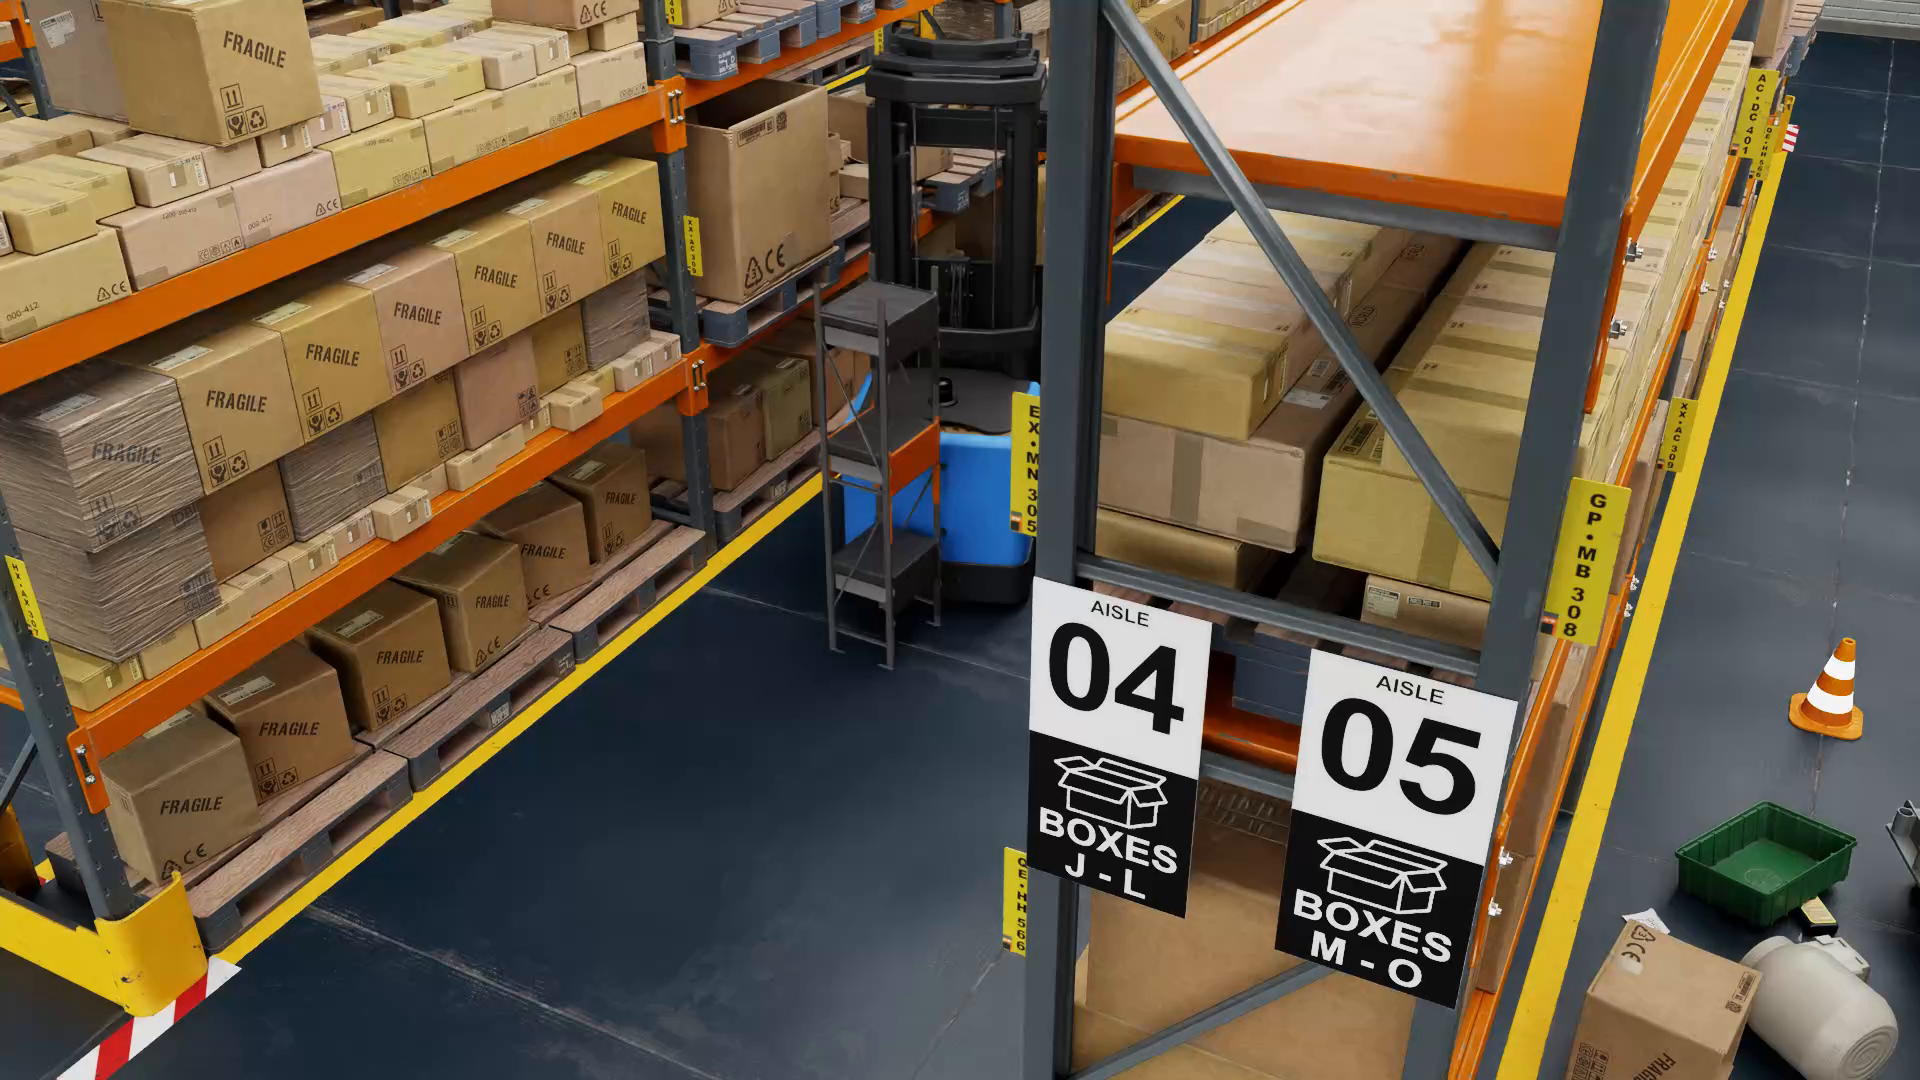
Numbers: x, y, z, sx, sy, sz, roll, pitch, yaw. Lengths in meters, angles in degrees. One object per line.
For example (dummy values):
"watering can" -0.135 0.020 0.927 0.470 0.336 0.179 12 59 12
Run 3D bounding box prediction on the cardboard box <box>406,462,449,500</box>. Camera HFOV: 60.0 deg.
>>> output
"cardboard box" -2.632 -0.290 7.785 0.380 0.149 0.250 14 33 23

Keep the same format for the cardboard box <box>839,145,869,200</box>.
"cardboard box" -0.615 -2.412 10.942 0.396 0.266 0.258 13 32 22

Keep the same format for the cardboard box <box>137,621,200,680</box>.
"cardboard box" -3.267 0.388 6.605 0.380 0.149 0.250 14 33 23

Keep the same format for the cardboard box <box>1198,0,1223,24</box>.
"cardboard box" 2.174 -5.075 15.718 0.500 0.250 0.500 14 33 22

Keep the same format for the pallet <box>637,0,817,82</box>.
"pallet" -1.542 -2.785 9.054 1.213 0.211 1.003 14 33 23

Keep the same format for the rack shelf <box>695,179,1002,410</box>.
"rack shelf" -1.006 -1.890 11.043 1.077 0.370 4.000 14 33 23

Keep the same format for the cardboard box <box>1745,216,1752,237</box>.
"cardboard box" 6.548 -2.727 14.217 0.380 0.149 0.250 13 32 21

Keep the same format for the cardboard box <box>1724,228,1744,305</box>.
"cardboard box" 5.749 -2.178 12.909 0.500 0.500 0.500 13 33 22

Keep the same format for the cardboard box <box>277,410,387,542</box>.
"cardboard box" -3.078 -0.413 7.349 0.875 0.500 0.500 14 33 23

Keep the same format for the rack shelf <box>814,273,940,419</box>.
"rack shelf" -0.404 -0.968 8.239 0.431 0.518 0.480 16 34 26

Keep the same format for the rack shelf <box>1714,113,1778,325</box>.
"rack shelf" 5.185 -2.494 12.093 1.077 0.370 4.000 14 33 23

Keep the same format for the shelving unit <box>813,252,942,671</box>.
"shelving unit" -0.404 -0.373 8.581 0.431 2.100 0.503 16 34 26

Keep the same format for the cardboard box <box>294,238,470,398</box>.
"cardboard box" -2.564 -0.995 7.359 0.500 0.500 0.500 14 33 23

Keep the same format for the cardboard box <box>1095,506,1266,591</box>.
"cardboard box" 0.479 -0.014 3.771 0.380 0.149 0.250 14 33 23

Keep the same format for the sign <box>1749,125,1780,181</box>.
"sign" 4.770 -2.297 9.865 0.100 0.325 0.005 14 33 23

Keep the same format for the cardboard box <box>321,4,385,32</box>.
"cardboard box" -7.060 -5.934 19.430 0.500 0.500 0.500 14 33 23

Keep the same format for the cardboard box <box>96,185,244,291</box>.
"cardboard box" -3.061 -1.163 6.192 0.500 0.250 0.500 14 33 22

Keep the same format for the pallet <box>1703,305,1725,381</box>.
"pallet" 5.188 -1.595 12.605 1.003 0.211 1.213 14 33 23

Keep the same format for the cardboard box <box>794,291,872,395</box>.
"cardboard box" -0.876 -1.392 11.522 0.700 0.500 0.500 17 34 27

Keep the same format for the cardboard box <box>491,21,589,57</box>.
"cardboard box" -2.011 -2.417 7.975 0.380 0.149 0.250 15 33 24

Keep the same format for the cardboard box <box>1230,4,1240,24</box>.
"cardboard box" 2.515 -5.159 16.265 0.380 0.149 0.250 13 32 22

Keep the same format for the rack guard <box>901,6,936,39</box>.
"rack guard" -0.861 -6.689 21.186 1.175 0.500 0.348 14 33 23

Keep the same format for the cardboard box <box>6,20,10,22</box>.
"cardboard box" -9.117 -5.148 16.082 0.500 0.311 0.500 16 34 26

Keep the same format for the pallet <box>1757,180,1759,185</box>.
"pallet" 7.482 -3.870 16.568 1.003 0.211 1.213 14 33 23

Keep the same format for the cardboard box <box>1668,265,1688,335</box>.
"cardboard box" 1.992 -0.764 5.077 0.380 0.149 0.250 14 33 23

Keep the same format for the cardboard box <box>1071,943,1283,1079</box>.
"cardboard box" 0.758 1.388 4.461 0.875 0.550 0.550 14 33 23

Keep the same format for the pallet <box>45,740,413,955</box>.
"pallet" -3.304 1.281 7.598 1.003 0.211 1.213 14 33 23

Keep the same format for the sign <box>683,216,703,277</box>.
"sign" -1.431 -1.571 8.895 0.100 0.325 0.005 14 33 23

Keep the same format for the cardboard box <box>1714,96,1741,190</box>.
"cardboard box" 2.456 -1.459 5.887 0.500 0.250 0.500 14 33 23

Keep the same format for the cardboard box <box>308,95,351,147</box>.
"cardboard box" -2.713 -1.711 6.745 0.380 0.149 0.250 14 33 23

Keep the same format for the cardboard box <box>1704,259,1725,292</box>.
"cardboard box" 3.852 -1.259 9.121 0.500 0.500 0.500 14 33 22

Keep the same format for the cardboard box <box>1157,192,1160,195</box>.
"cardboard box" 1.453 -3.835 15.418 1.225 0.875 0.875 14 33 23

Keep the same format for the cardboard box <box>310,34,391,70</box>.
"cardboard box" -2.815 -2.184 7.570 0.380 0.149 0.250 14 33 22

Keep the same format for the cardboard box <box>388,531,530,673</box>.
"cardboard box" -2.602 0.303 8.589 0.500 0.500 0.500 11 32 19

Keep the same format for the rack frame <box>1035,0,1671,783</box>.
"rack frame" 0.630 -0.974 2.700 1.000 3.000 0.127 14 33 23

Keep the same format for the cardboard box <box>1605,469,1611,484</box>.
"cardboard box" 1.301 -0.093 3.908 0.380 0.149 0.250 14 33 23

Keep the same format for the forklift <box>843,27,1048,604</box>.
"forklift" 0.059 -1.629 9.933 1.130 2.935 3.031 4 30 7

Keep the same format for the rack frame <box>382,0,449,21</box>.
"rack frame" -4.505 -4.213 14.364 1.000 3.000 0.127 14 33 23

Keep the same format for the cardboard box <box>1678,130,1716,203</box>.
"cardboard box" 1.993 -1.115 4.887 0.380 0.149 0.250 14 33 23

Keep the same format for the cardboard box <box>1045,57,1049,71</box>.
"cardboard box" 0.601 -3.515 13.049 0.500 0.500 0.500 13 32 22

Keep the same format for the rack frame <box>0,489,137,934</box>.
"rack frame" -3.740 0.458 6.232 1.000 3.000 0.127 14 33 23

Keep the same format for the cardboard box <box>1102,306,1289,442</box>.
"cardboard box" 0.481 -0.362 3.576 0.380 0.149 0.250 15 33 24

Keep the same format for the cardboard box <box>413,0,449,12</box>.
"cardboard box" -6.742 -6.785 21.103 0.500 0.311 0.500 14 33 23

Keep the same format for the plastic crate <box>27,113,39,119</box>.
"plastic crate" -6.379 -2.751 11.755 0.402 0.464 0.583 14 33 23

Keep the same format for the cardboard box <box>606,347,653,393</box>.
"cardboard box" -1.876 -0.936 8.911 0.380 0.149 0.250 14 33 23

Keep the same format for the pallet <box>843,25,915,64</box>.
"pallet" -1.270 -6.193 20.613 1.003 0.211 1.213 14 33 23

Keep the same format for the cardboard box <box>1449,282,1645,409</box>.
"cardboard box" 1.296 -0.436 3.704 0.380 0.149 0.250 14 33 23

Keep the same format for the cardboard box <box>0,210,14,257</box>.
"cardboard box" -3.408 -1.021 5.544 0.380 0.149 0.250 14 33 23

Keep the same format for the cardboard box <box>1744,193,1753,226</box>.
"cardboard box" 5.736 -2.503 12.723 0.500 0.250 0.500 16 34 26

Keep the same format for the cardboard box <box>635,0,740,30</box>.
"cardboard box" -1.615 -3.029 8.766 0.797 0.503 0.637 13 32 21

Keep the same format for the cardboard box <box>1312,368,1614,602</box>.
"cardboard box" 1.078 -0.118 3.552 0.500 0.250 0.500 14 33 23
